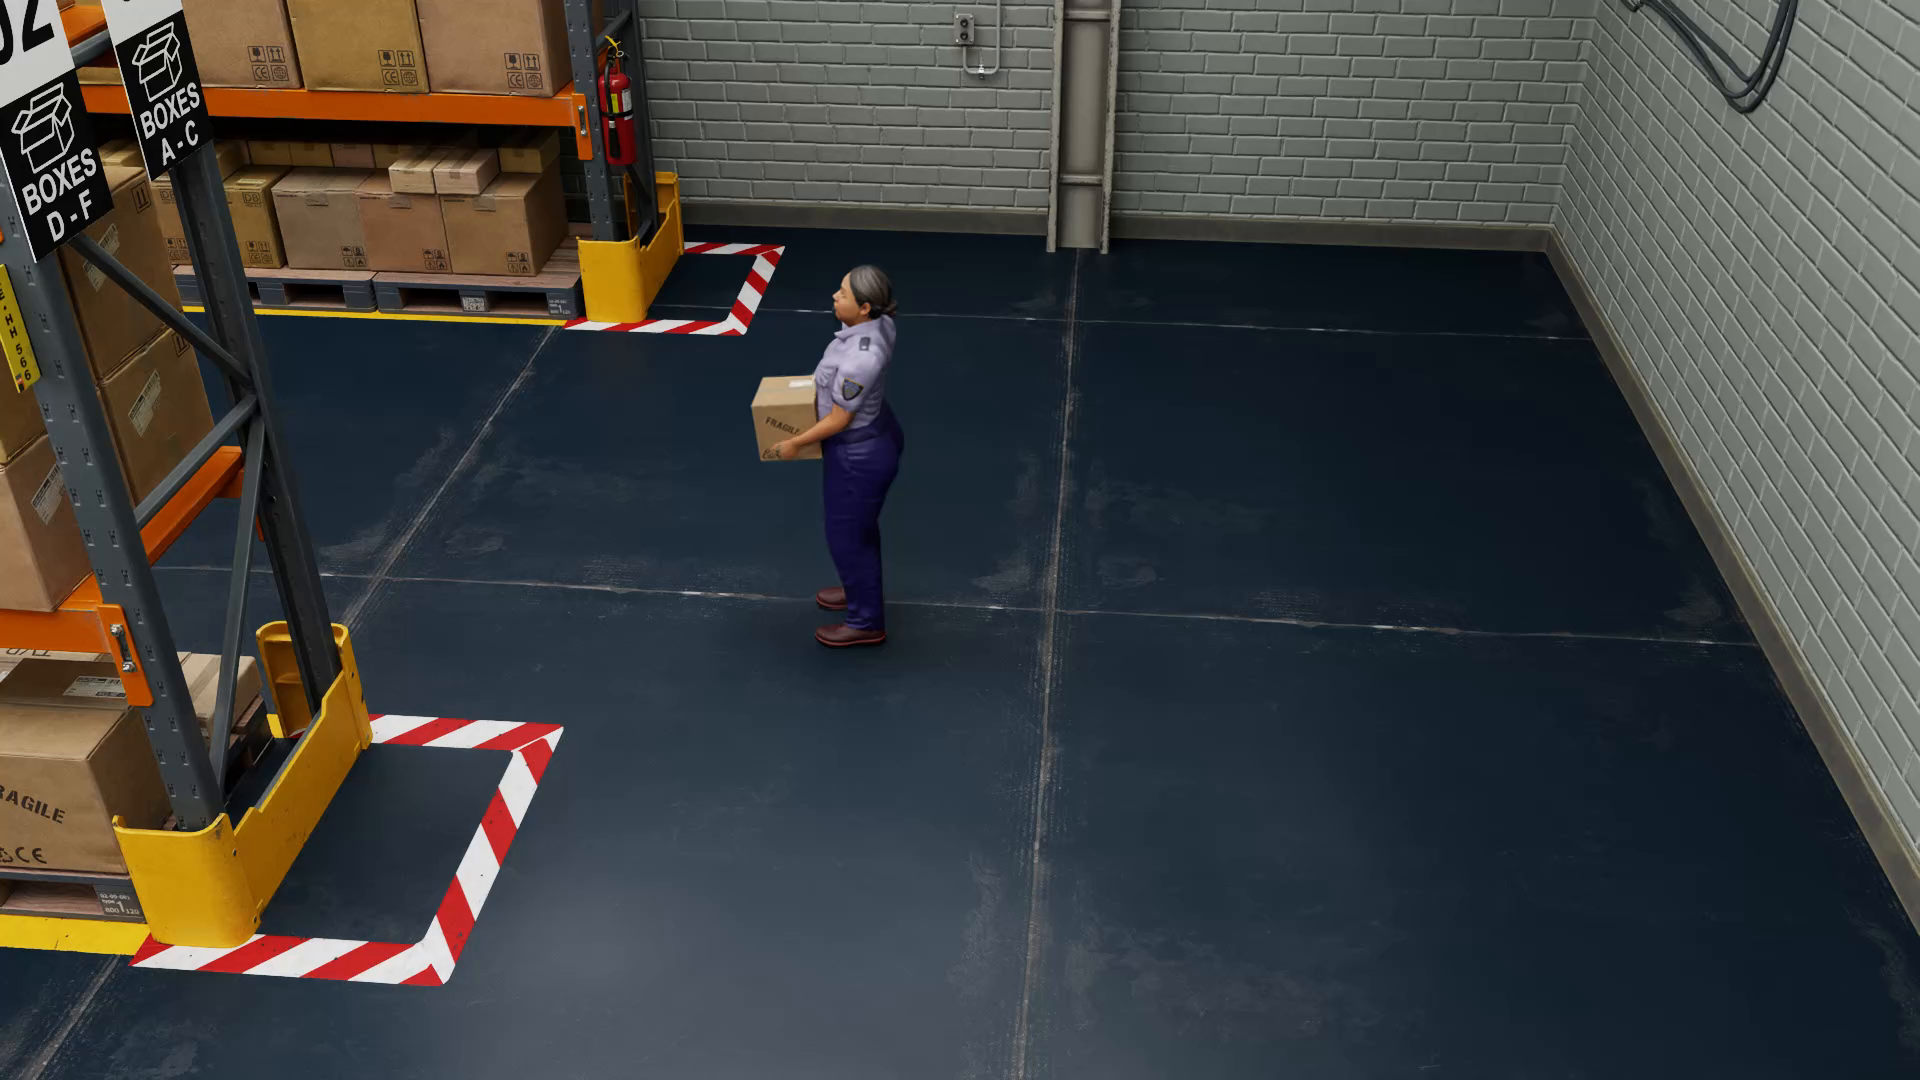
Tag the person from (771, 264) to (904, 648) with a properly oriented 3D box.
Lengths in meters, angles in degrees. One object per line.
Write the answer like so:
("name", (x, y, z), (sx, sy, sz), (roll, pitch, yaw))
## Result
("person", (-0.491, -0.347, 6.707), (0.512, 1.641, 0.455), (3, 32, 4))
